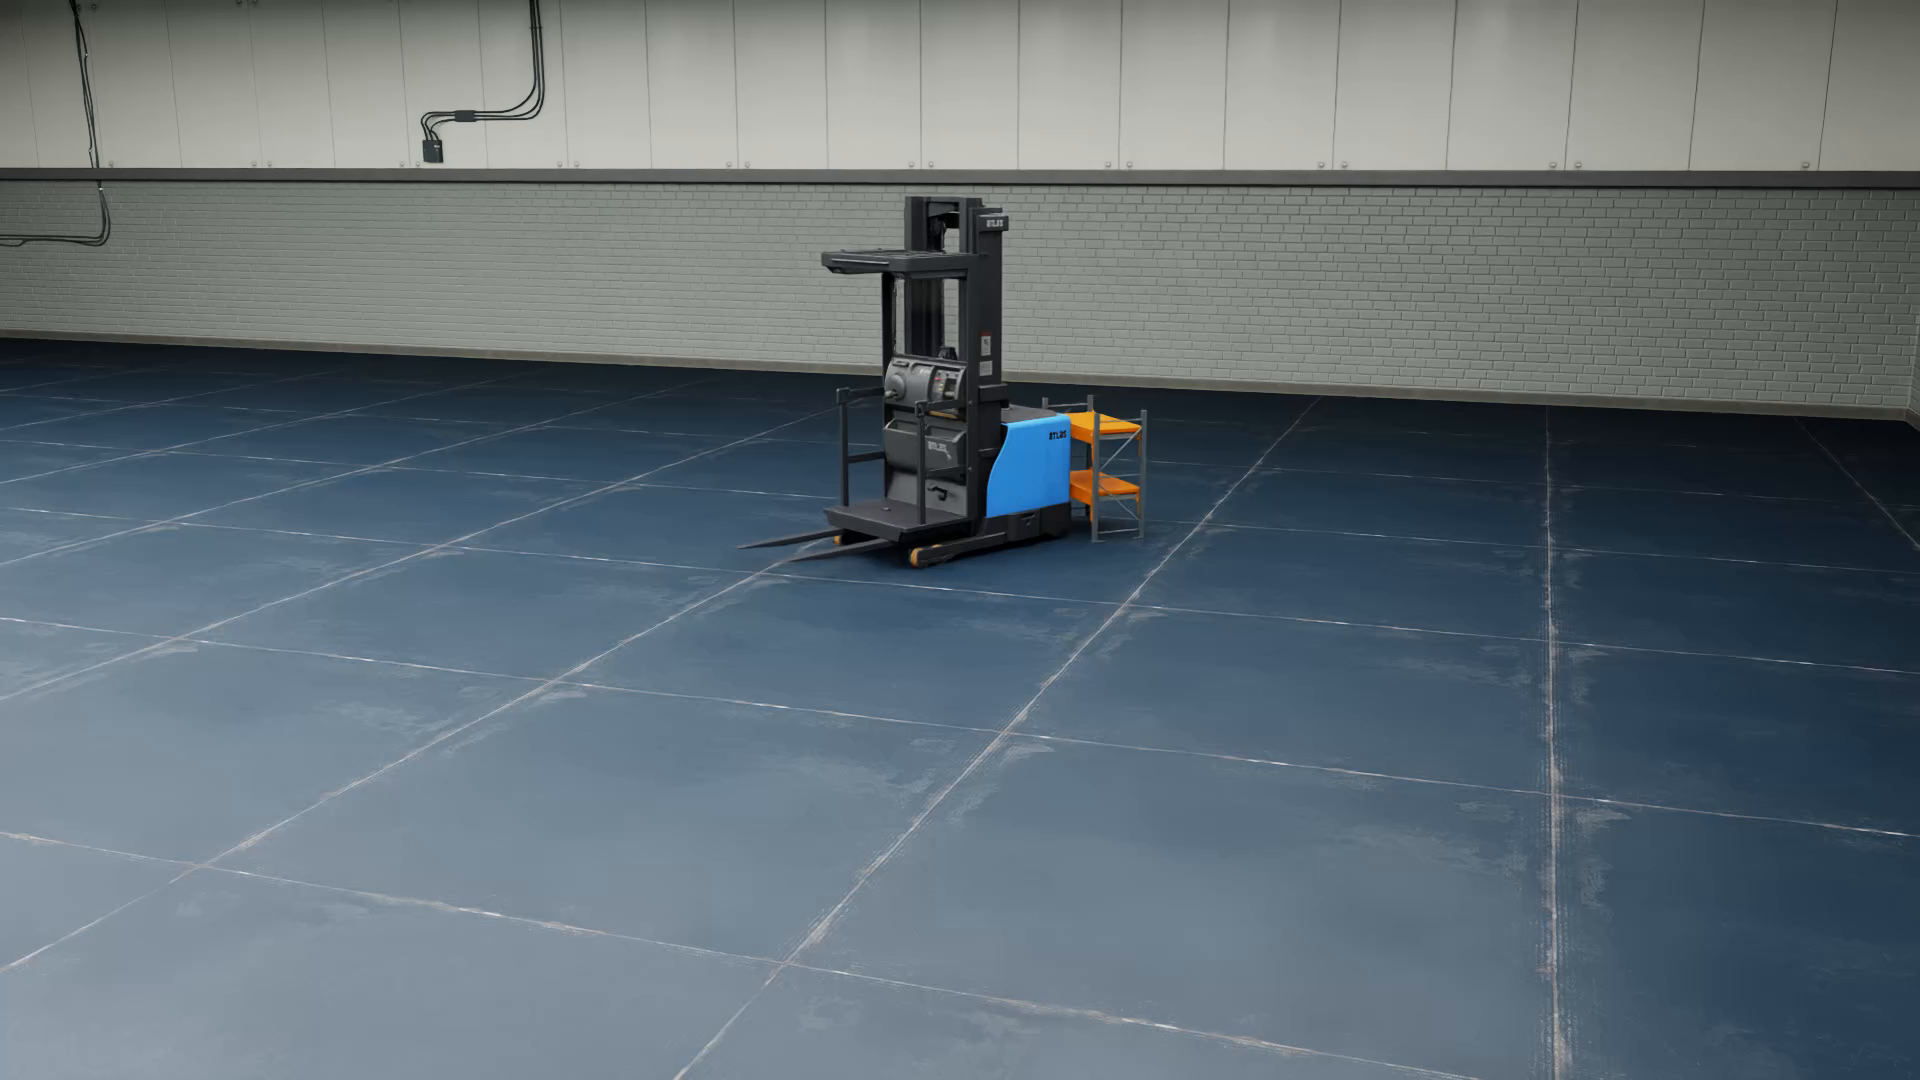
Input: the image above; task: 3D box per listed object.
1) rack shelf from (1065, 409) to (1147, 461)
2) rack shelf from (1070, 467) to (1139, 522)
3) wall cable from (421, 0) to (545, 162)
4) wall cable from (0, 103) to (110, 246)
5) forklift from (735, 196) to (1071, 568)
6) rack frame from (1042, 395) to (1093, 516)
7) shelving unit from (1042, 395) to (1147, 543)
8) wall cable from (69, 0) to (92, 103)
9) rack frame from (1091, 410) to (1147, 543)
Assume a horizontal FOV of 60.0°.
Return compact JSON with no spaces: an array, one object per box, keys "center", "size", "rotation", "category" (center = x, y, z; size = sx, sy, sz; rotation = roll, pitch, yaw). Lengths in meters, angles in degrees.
[{"center":[1.180,-0.940,14.760],"size":[0.538,0.278,1.000],"rotation":[-5,14,-22],"category":"rack shelf"},{"center":[1.180,-0.416,14.879],"size":[0.538,0.278,1.000],"rotation":[-5,14,-22],"category":"rack shelf"},{"center":[-7.693,-9.049,26.267],"size":[2.305,6.003,0.169],"rotation":[4,14,18],"category":"wall cable"},{"center":[-16.670,-6.564,30.000],"size":[3.097,2.526,0.112],"rotation":[4,14,18],"category":"wall cable"},{"center":[-0.450,-1.329,13.722],"size":[3.031,2.935,1.130],"rotation":[-12,17,-41],"category":"forklift"},{"center":[0.984,-0.759,15.282],"size":[0.500,1.125,0.032],"rotation":[-5,14,-22],"category":"rack frame"},{"center":[1.180,-0.654,14.825],"size":[0.538,1.125,1.048],"rotation":[-5,14,-22],"category":"shelving unit"},{"center":[-14.111,-8.831,28.585],"size":[3.097,2.526,0.112],"rotation":[4,14,18],"category":"wall cable"},{"center":[1.376,-0.550,14.368],"size":[0.500,1.125,0.032],"rotation":[-5,14,-22],"category":"rack frame"}]
